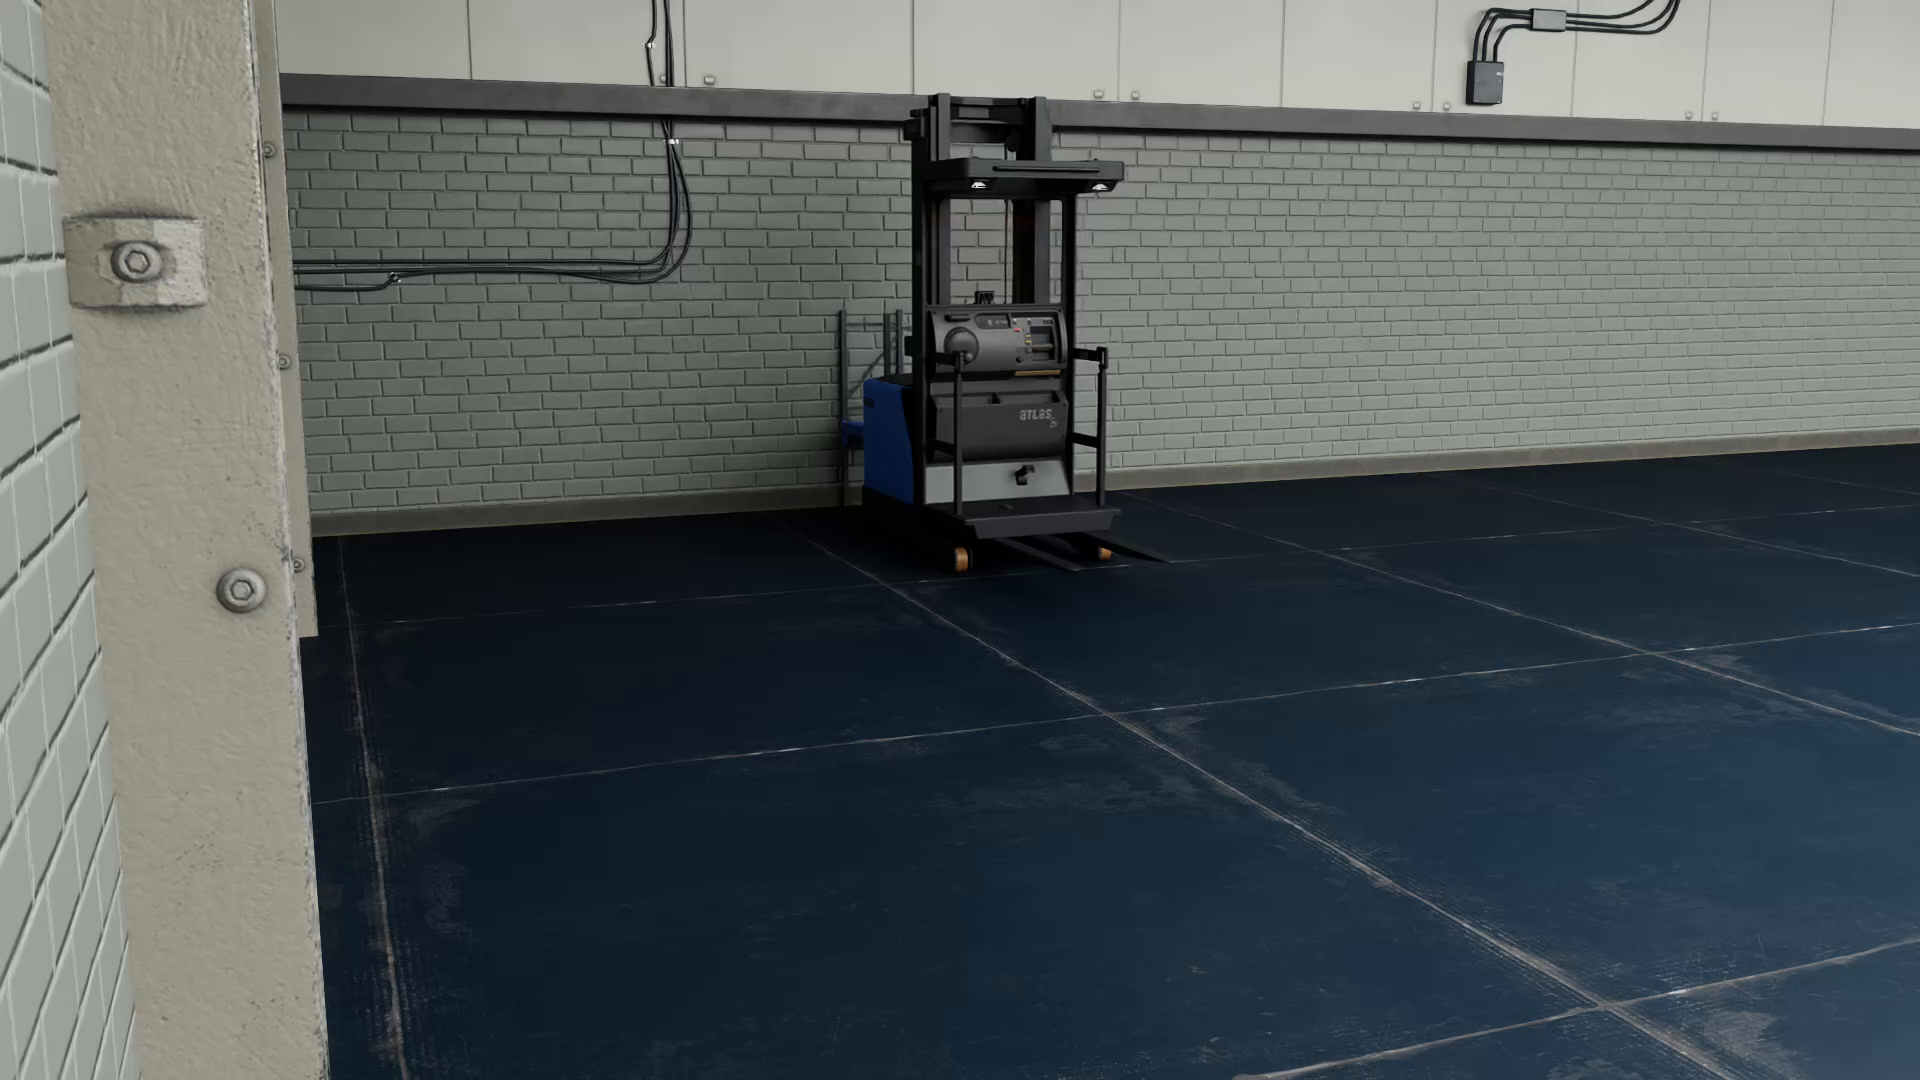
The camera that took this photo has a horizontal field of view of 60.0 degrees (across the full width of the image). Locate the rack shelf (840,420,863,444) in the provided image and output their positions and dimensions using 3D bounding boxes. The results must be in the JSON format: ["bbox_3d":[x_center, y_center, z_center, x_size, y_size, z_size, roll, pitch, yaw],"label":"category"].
[{"bbox_3d":[-0.488,-0.771,12.424,0.538,0.185,1.000,-4,10,-21],"label":"rack shelf"}]

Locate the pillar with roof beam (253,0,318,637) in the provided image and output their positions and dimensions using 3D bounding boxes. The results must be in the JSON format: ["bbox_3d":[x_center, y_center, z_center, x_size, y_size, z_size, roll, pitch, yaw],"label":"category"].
[{"bbox_3d":[0.467,-4.229,9.499,9.100,9.000,0.400,-4,11,-21],"label":"pillar with roof beam"}]

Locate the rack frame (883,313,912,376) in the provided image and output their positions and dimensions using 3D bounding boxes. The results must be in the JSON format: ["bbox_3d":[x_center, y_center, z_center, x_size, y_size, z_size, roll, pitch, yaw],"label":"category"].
[{"bbox_3d":[-0.302,-0.872,11.929,0.500,1.500,0.032,-4,10,-21],"label":"rack frame"}]

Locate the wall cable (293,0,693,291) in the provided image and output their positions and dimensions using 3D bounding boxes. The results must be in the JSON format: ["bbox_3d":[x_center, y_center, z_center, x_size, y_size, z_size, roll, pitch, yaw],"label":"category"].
[{"bbox_3d":[-3.380,-2.992,11.410,3.097,2.526,0.112,-4,11,-21],"label":"wall cable"}]

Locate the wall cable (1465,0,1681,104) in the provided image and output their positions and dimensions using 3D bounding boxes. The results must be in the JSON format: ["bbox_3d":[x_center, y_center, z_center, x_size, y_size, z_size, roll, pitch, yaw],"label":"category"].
[{"bbox_3d":[5.474,-6.795,14.213,2.305,6.003,0.169,-4,11,-21],"label":"wall cable"}]

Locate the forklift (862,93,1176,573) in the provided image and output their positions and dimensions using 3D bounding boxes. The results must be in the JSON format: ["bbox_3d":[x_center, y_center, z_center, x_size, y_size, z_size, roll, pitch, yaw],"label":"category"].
[{"bbox_3d":[0.339,-1.324,10.493,1.130,2.935,3.031,-4,11,-22],"label":"forklift"}]

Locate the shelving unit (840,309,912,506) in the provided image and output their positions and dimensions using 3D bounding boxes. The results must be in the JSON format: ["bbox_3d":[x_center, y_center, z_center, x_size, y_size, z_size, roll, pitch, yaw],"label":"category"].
[{"bbox_3d":[-0.489,-0.948,12.395,0.538,1.500,1.048,-4,10,-21],"label":"shelving unit"}]

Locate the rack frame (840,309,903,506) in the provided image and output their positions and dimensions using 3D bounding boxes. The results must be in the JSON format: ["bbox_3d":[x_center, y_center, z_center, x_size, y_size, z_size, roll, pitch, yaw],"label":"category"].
[{"bbox_3d":[-0.675,-1.025,12.862,0.500,1.500,0.032,-4,10,-21],"label":"rack frame"}]
